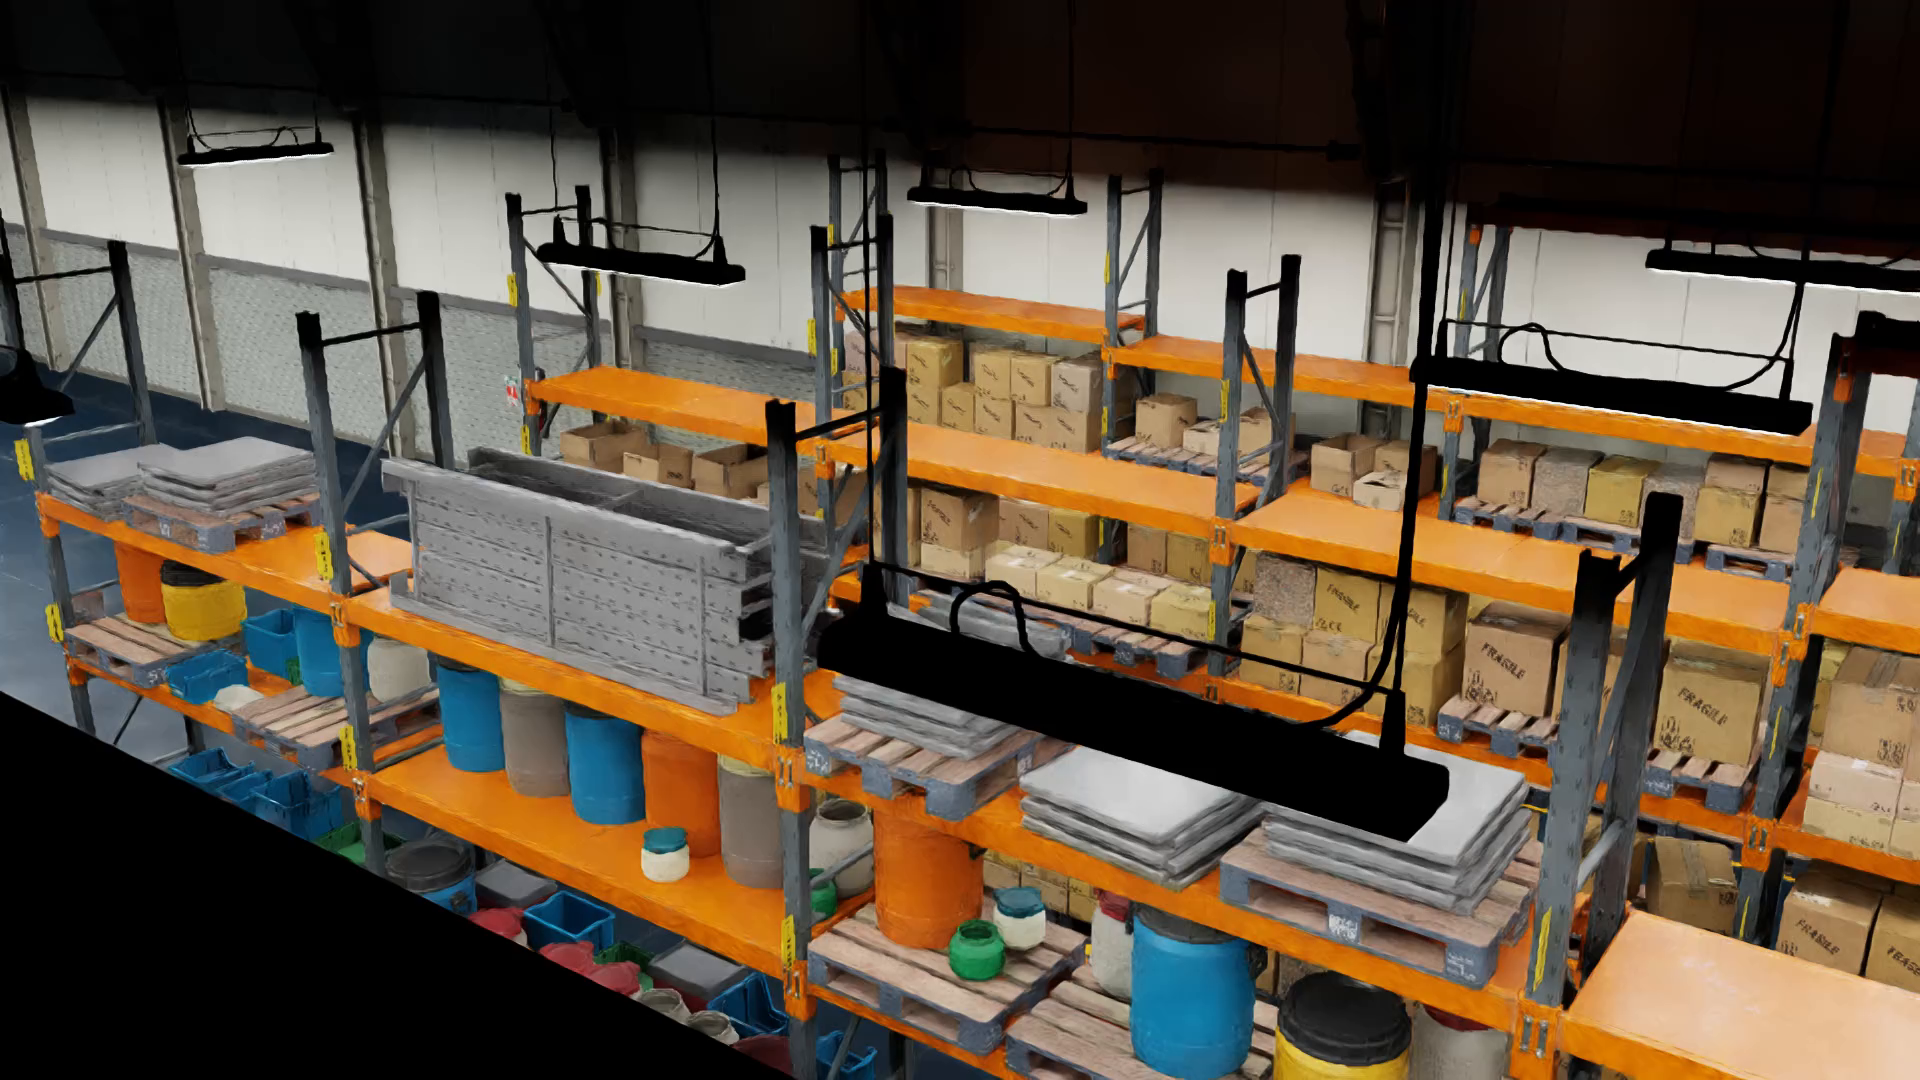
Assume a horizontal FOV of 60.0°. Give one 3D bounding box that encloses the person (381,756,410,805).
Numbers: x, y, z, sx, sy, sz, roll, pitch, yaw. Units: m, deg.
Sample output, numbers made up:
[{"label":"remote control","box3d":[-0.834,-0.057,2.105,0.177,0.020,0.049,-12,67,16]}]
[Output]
[{"label":"person","box3d":[-5.852,1.788,17.073,0.630,1.722,1.045,-12,22,-32]}]
